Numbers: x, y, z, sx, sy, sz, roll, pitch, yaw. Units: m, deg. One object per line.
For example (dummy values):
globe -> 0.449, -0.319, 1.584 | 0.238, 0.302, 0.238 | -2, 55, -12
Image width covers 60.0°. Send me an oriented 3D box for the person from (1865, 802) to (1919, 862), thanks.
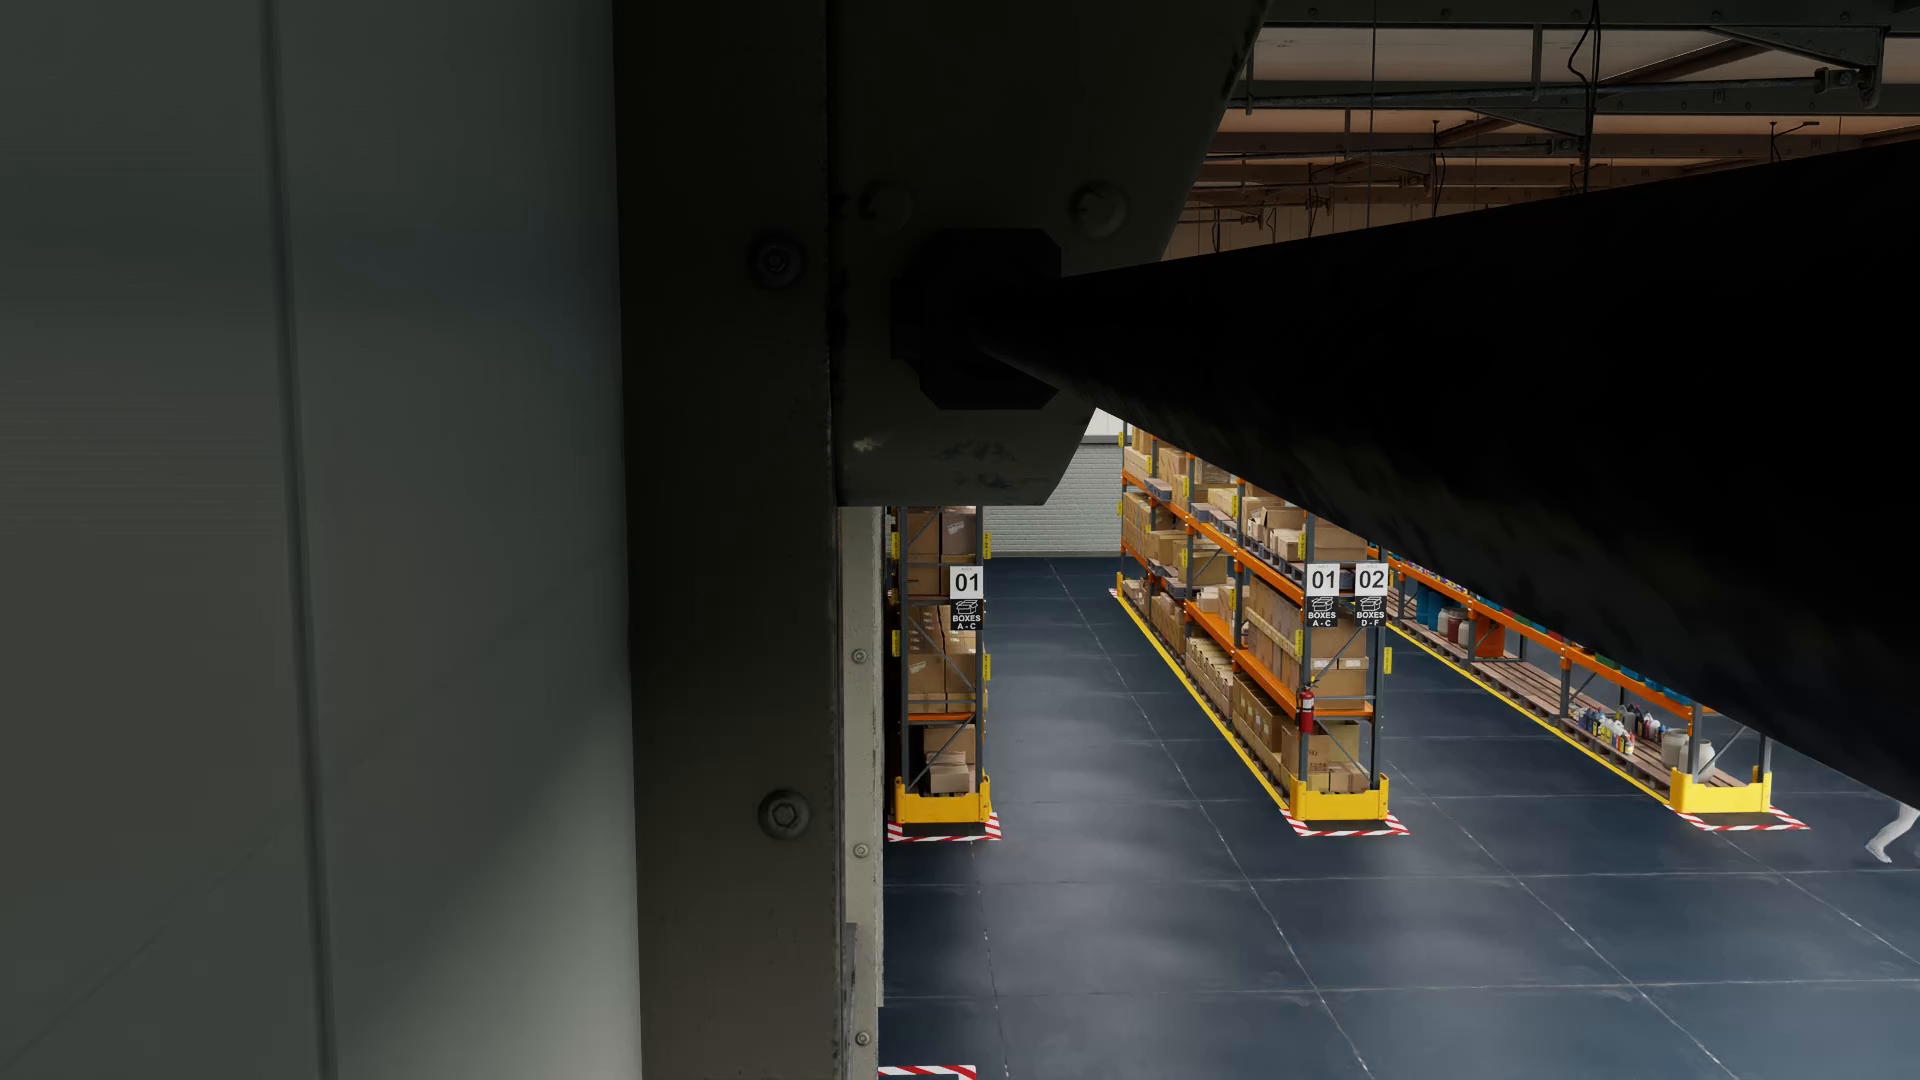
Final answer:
person -> 10.787, 2.876, 18.773 | 0.892, 1.748, 0.586 | 5, 10, 33
